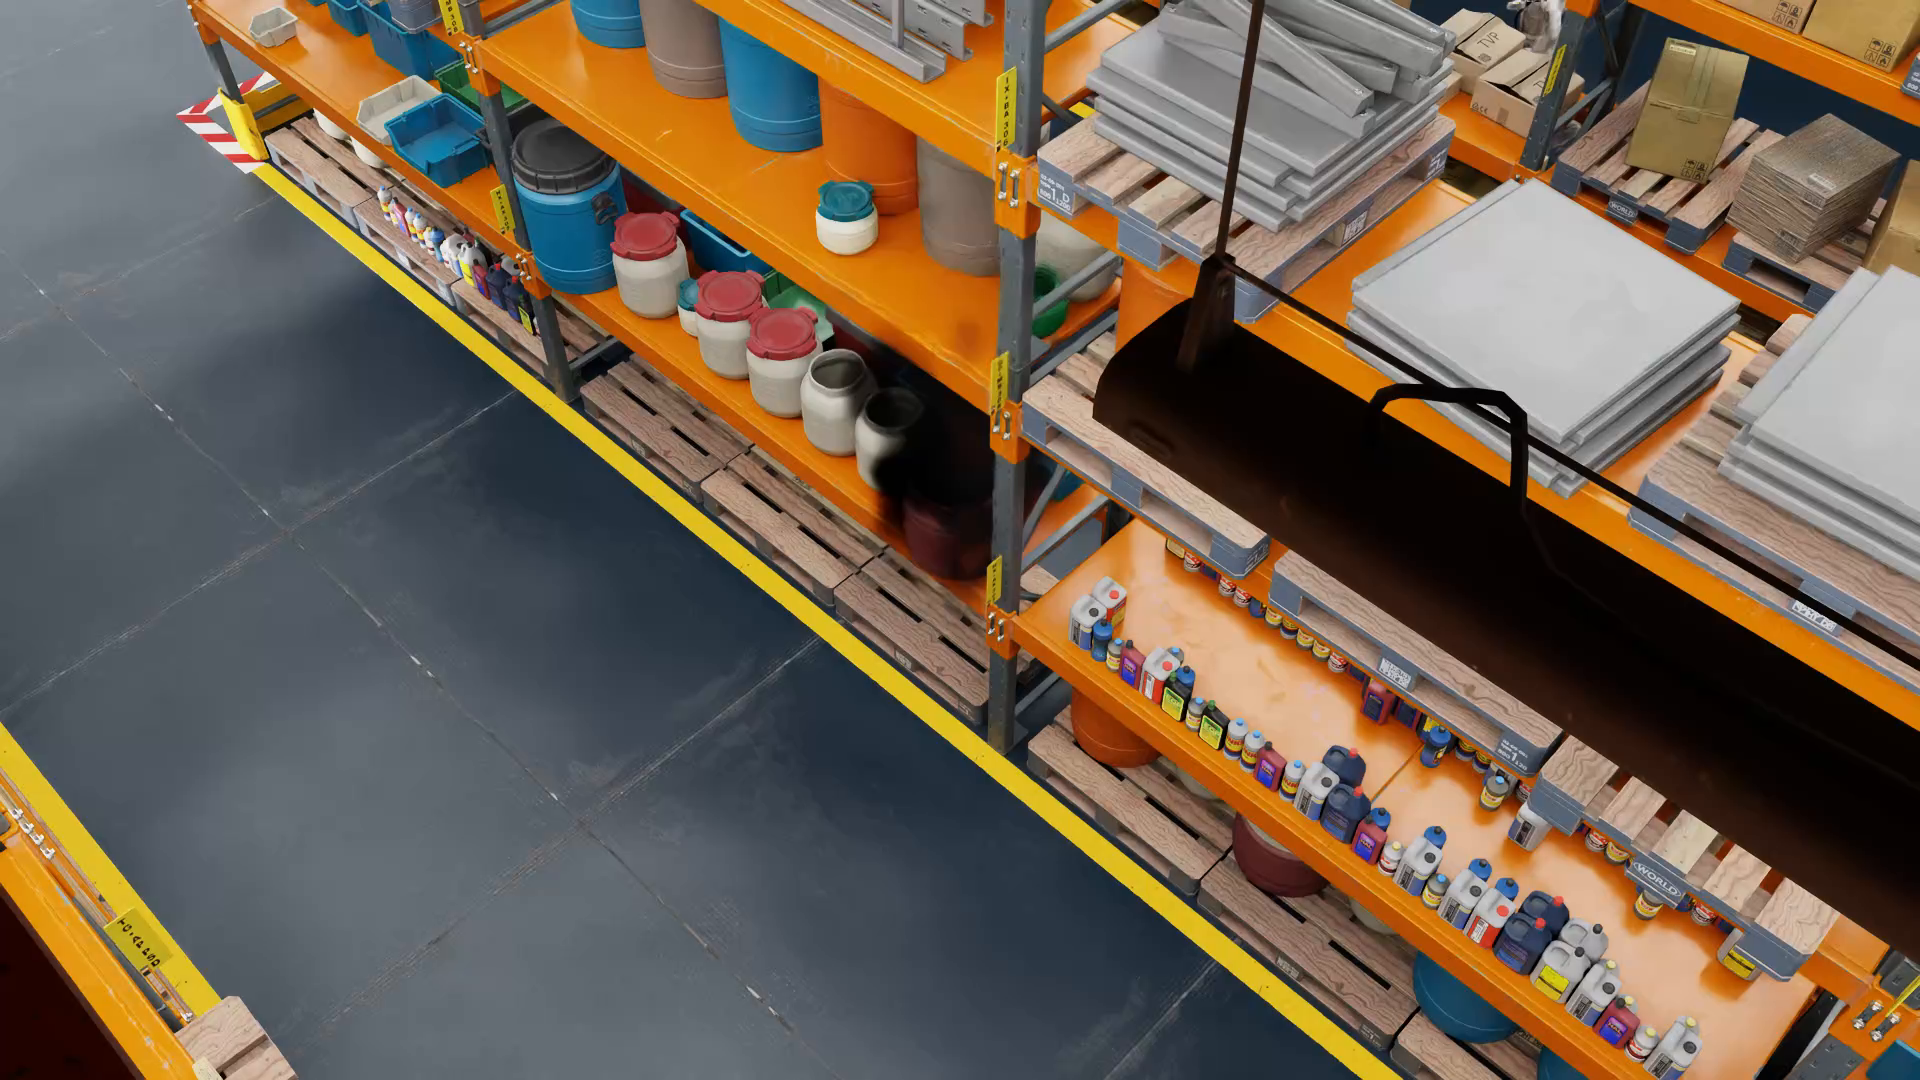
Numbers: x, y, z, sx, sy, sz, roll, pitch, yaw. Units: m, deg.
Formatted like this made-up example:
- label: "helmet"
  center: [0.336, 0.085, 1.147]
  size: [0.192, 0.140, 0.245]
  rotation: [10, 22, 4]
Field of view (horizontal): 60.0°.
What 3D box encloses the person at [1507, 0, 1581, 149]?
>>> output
- label: "person"
  center: [4.322, -3.591, 12.308]
  size: [0.892, 1.676, 0.600]
  rotation: [30, 56, 23]
